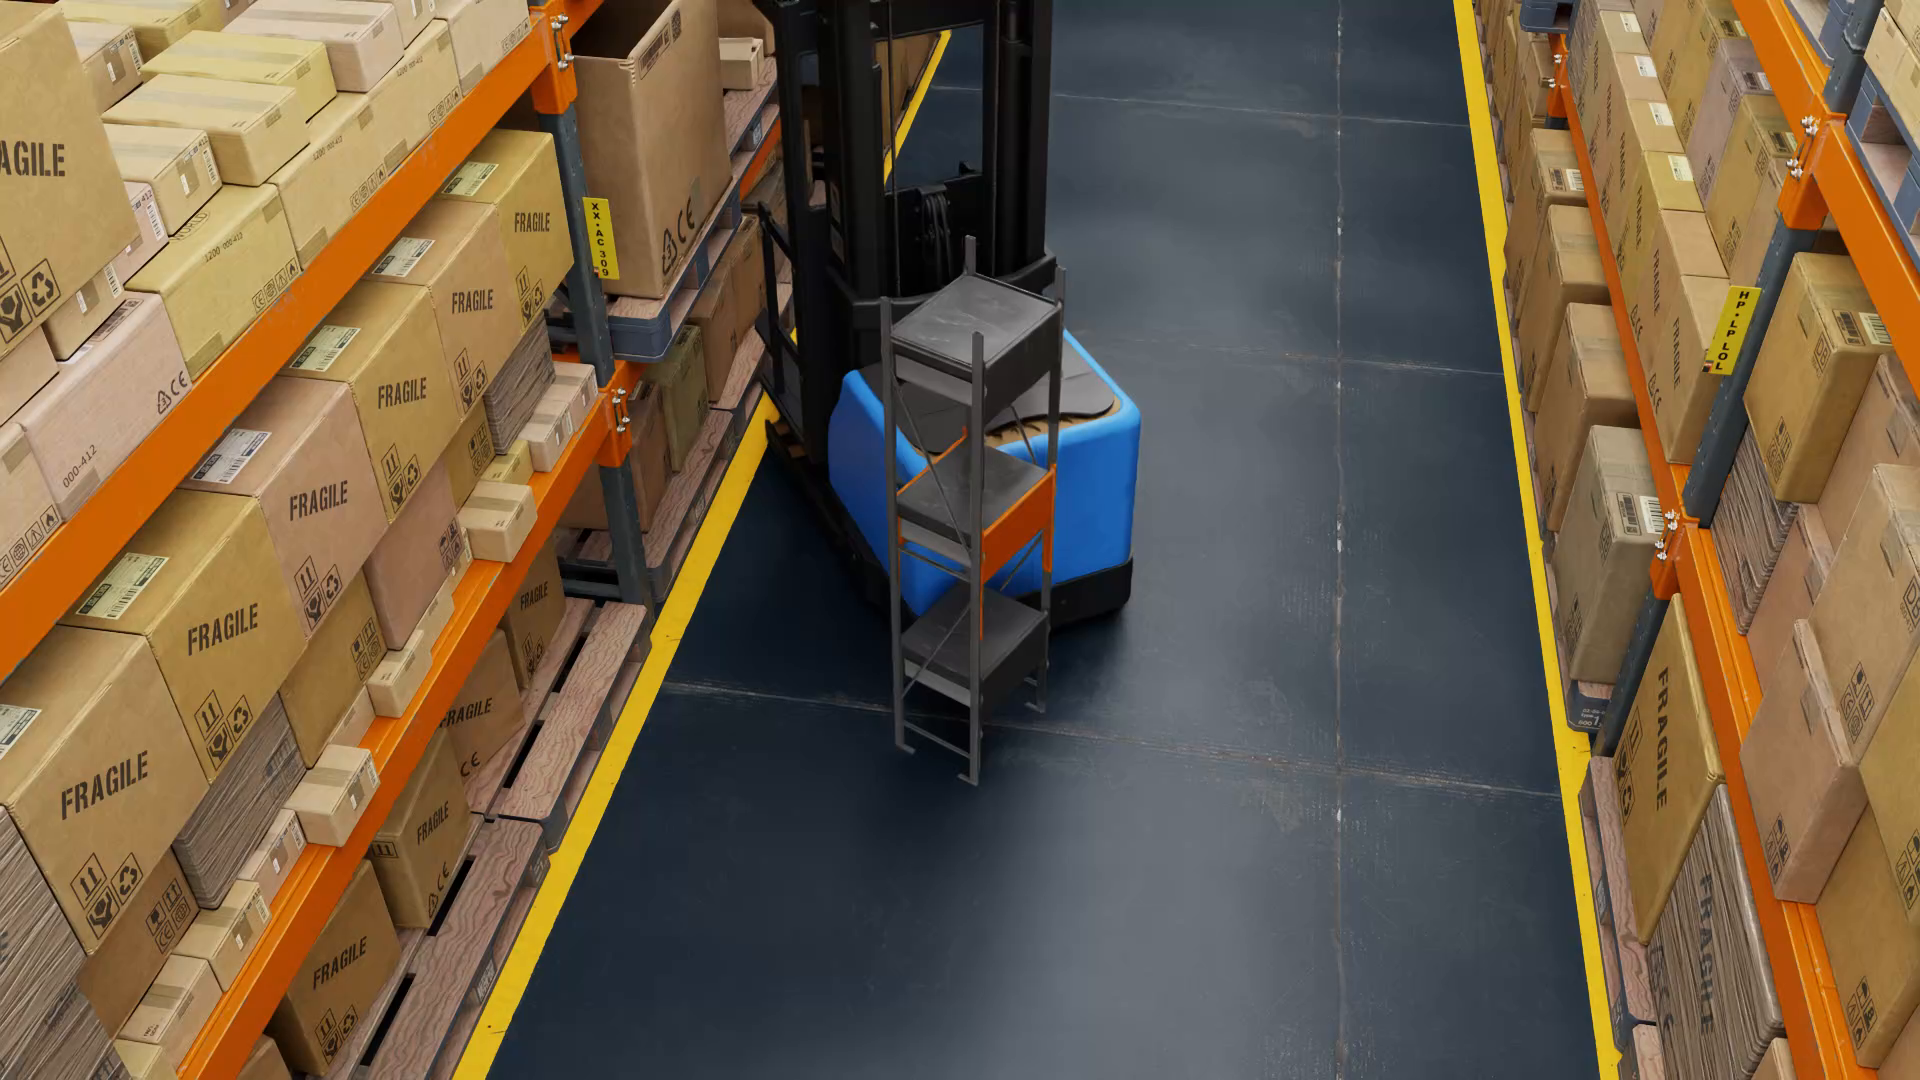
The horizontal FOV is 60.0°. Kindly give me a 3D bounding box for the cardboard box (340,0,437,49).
[{"bbox_3d":[-1.707,-1.506,4.668,0.380,0.149,0.250,5,40,5],"label":"cardboard box"}]

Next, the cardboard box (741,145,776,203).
[{"bbox_3d":[-1.317,-2.062,8.918,0.500,0.250,0.500,11,41,13],"label":"cardboard box"}]

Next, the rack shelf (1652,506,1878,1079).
[{"bbox_3d":[2.680,1.328,4.354,1.077,0.370,4.000,6,40,8],"label":"rack shelf"}]

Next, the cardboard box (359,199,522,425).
[{"bbox_3d":[-1.733,-0.726,5.178,0.500,0.500,0.500,6,40,8],"label":"cardboard box"}]

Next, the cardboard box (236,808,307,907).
[{"bbox_3d":[-2.040,0.855,4.559,0.380,0.149,0.250,6,40,8],"label":"cardboard box"}]

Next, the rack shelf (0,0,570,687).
[{"bbox_3d":[-2.187,-0.438,4.136,1.077,0.370,4.000,6,40,8],"label":"rack shelf"}]

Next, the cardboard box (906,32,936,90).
[{"bbox_3d":[-0.847,-3.657,11.157,1.225,0.875,0.875,7,40,8],"label":"cardboard box"}]

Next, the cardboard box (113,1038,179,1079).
[{"bbox_3d":[-2.129,1.330,3.984,0.380,0.149,0.250,6,40,8],"label":"cardboard box"}]

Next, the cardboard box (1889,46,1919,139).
[{"bbox_3d":[2.586,-1.110,4.173,0.380,0.149,0.250,7,40,8],"label":"cardboard box"}]

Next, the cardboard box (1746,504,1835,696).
[{"bbox_3d":[2.901,0.319,4.893,0.875,0.550,0.550,6,40,8],"label":"cardboard box"}]

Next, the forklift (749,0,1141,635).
[{"bbox_3d":[-0.313,-1.548,7.322,1.130,2.935,3.031,-16,42,-18],"label":"forklift"}]

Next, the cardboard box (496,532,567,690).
[{"bbox_3d":[-1.950,0.234,6.745,0.500,0.500,0.500,5,40,6],"label":"cardboard box"}]

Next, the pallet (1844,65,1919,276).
[{"bbox_3d":[2.875,-0.814,4.095,1.003,0.211,1.213,6,40,8],"label":"pallet"}]

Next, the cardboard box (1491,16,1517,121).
[{"bbox_3d":[3.744,-3.014,10.673,0.500,0.500,0.500,5,40,6],"label":"cardboard box"}]

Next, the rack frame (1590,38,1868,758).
[{"bbox_3d":[3.026,-0.204,5.643,1.000,3.000,0.127,6,40,8],"label":"rack frame"}]

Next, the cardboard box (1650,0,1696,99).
[{"bbox_3d":[3.458,-2.218,7.215,0.700,0.500,0.500,6,40,7],"label":"cardboard box"}]

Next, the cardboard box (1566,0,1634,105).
[{"bbox_3d":[3.375,-2.501,8.342,0.500,0.500,0.500,7,40,8],"label":"cardboard box"}]

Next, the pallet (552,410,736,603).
[{"bbox_3d":[-1.708,-0.228,7.861,1.003,0.211,1.213,6,40,8],"label":"pallet"}]

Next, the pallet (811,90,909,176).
[{"bbox_3d":[-0.938,-2.736,10.894,1.003,0.211,1.213,6,40,8],"label":"pallet"}]

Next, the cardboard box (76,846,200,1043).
[{"bbox_3d":[-2.443,0.874,4.027,0.875,0.500,0.500,6,40,8],"label":"cardboard box"}]

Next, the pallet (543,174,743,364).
[{"bbox_3d":[-1.566,-1.204,7.003,1.003,0.211,1.213,6,40,8],"label":"pallet"}]

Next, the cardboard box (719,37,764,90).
[{"bbox_3d":[-1.172,-2.358,8.024,0.396,0.266,0.258,5,40,6],"label":"cardboard box"}]

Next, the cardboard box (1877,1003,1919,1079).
[{"bbox_3d":[2.648,1.326,3.675,0.875,0.550,0.550,6,40,8],"label":"cardboard box"}]

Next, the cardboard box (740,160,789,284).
[{"bbox_3d":[-1.329,-1.759,9.139,0.700,0.500,0.500,3,40,4],"label":"cardboard box"}]

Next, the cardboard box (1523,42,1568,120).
[{"bbox_3d":[3.579,-2.660,9.657,0.500,0.250,0.500,6,40,7],"label":"cardboard box"}]

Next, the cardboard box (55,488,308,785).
[{"bbox_3d":[-1.991,0.215,4.039,0.500,0.500,0.500,6,40,8],"label":"cardboard box"}]

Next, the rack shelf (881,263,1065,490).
[{"bbox_3d":[0.047,-0.567,5.710,0.431,0.518,0.480,24,45,26],"label":"rack shelf"}]

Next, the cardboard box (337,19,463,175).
[{"bbox_3d":[-1.764,-1.271,4.697,0.500,0.250,0.500,7,40,9],"label":"cardboard box"}]

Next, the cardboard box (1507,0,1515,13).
[{"bbox_3d":[3.840,-3.623,10.822,0.500,0.250,0.500,8,40,9],"label":"cardboard box"}]

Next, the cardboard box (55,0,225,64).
[{"bbox_3d":[-2.248,-1.395,4.534,0.380,0.149,0.250,8,40,9],"label":"cardboard box"}]

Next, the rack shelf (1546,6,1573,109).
[{"bbox_3d":[4.065,-3.692,10.426,1.077,0.370,4.000,6,40,8],"label":"rack shelf"}]

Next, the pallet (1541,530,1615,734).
[{"bbox_3d":[3.086,0.378,7.127,1.003,0.211,1.213,6,40,8],"label":"pallet"}]

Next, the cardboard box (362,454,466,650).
[{"bbox_3d":[-2.089,-0.057,5.153,0.875,0.500,0.500,6,40,8],"label":"cardboard box"}]

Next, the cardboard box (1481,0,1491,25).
[{"bbox_3d":[4.022,-3.989,11.852,0.500,0.500,0.500,8,40,9],"label":"cardboard box"}]

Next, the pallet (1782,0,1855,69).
[{"bbox_3d":[3.136,-1.867,5.450,0.805,0.209,1.217,5,40,6],"label":"pallet"}]

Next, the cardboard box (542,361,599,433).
[{"bbox_3d":[-1.589,-0.550,6.258,0.380,0.149,0.250,6,40,8],"label":"cardboard box"}]

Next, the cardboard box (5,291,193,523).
[{"bbox_3d":[-2.023,-0.311,3.536,0.500,0.250,0.500,6,40,8],"label":"cardboard box"}]

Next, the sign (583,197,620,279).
[{"bbox_3d":[-1.306,-1.093,6.038,0.100,0.325,0.005,6,40,8],"label":"sign"}]

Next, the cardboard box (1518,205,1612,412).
[{"bbox_3d":[3.377,-1.088,8.148,1.050,0.750,0.750,7,40,8],"label":"cardboard box"}]

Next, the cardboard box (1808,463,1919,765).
[{"bbox_3d":[2.719,0.232,4.151,0.875,0.550,0.550,6,40,8],"label":"cardboard box"}]

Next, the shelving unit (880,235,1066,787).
[{"bbox_3d":[0.047,-0.038,6.148,0.431,2.100,0.503,24,45,26],"label":"shelving unit"}]

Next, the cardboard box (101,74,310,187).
[{"bbox_3d":[-1.836,-1.003,4.059,0.380,0.149,0.250,8,40,10],"label":"cardboard box"}]

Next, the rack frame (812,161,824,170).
[{"bbox_3d":[-1.149,-3.325,9.417,1.000,3.000,0.127,6,40,8],"label":"rack frame"}]

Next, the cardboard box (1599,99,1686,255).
[{"bbox_3d":[3.114,-1.553,7.195,0.500,0.500,0.500,6,40,7],"label":"cardboard box"}]

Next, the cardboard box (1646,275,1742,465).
[{"bbox_3d":[2.853,-0.599,6.043,0.500,0.500,0.500,6,40,7],"label":"cardboard box"}]

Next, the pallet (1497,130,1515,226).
[{"bbox_3d":[3.855,-2.130,10.160,1.003,0.211,1.213,6,40,8],"label":"pallet"}]

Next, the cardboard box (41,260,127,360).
[{"bbox_3d":[-1.999,-0.516,3.470,0.380,0.149,0.250,5,40,6],"label":"cardboard box"}]

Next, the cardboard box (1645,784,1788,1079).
[{"bbox_3d":[2.696,1.406,5.033,0.875,0.875,0.875,7,40,8],"label":"cardboard box"}]

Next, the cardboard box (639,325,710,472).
[{"bbox_3d":[-1.613,-0.701,7.860,0.700,0.500,0.500,6,40,7],"label":"cardboard box"}]

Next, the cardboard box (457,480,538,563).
[{"bbox_3d":[-1.677,-0.075,5.684,0.380,0.149,0.250,6,40,8],"label":"cardboard box"}]

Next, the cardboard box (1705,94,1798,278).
[{"bbox_3d":[3.194,-1.263,6.061,0.700,0.500,0.500,6,40,7],"label":"cardboard box"}]

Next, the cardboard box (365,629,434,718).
[{"bbox_3d":[-1.863,0.390,5.122,0.380,0.149,0.250,6,40,8],"label":"cardboard box"}]

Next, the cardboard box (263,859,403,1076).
[{"bbox_3d":[-2.212,1.338,5.410,0.500,0.500,0.500,10,41,12],"label":"cardboard box"}]
